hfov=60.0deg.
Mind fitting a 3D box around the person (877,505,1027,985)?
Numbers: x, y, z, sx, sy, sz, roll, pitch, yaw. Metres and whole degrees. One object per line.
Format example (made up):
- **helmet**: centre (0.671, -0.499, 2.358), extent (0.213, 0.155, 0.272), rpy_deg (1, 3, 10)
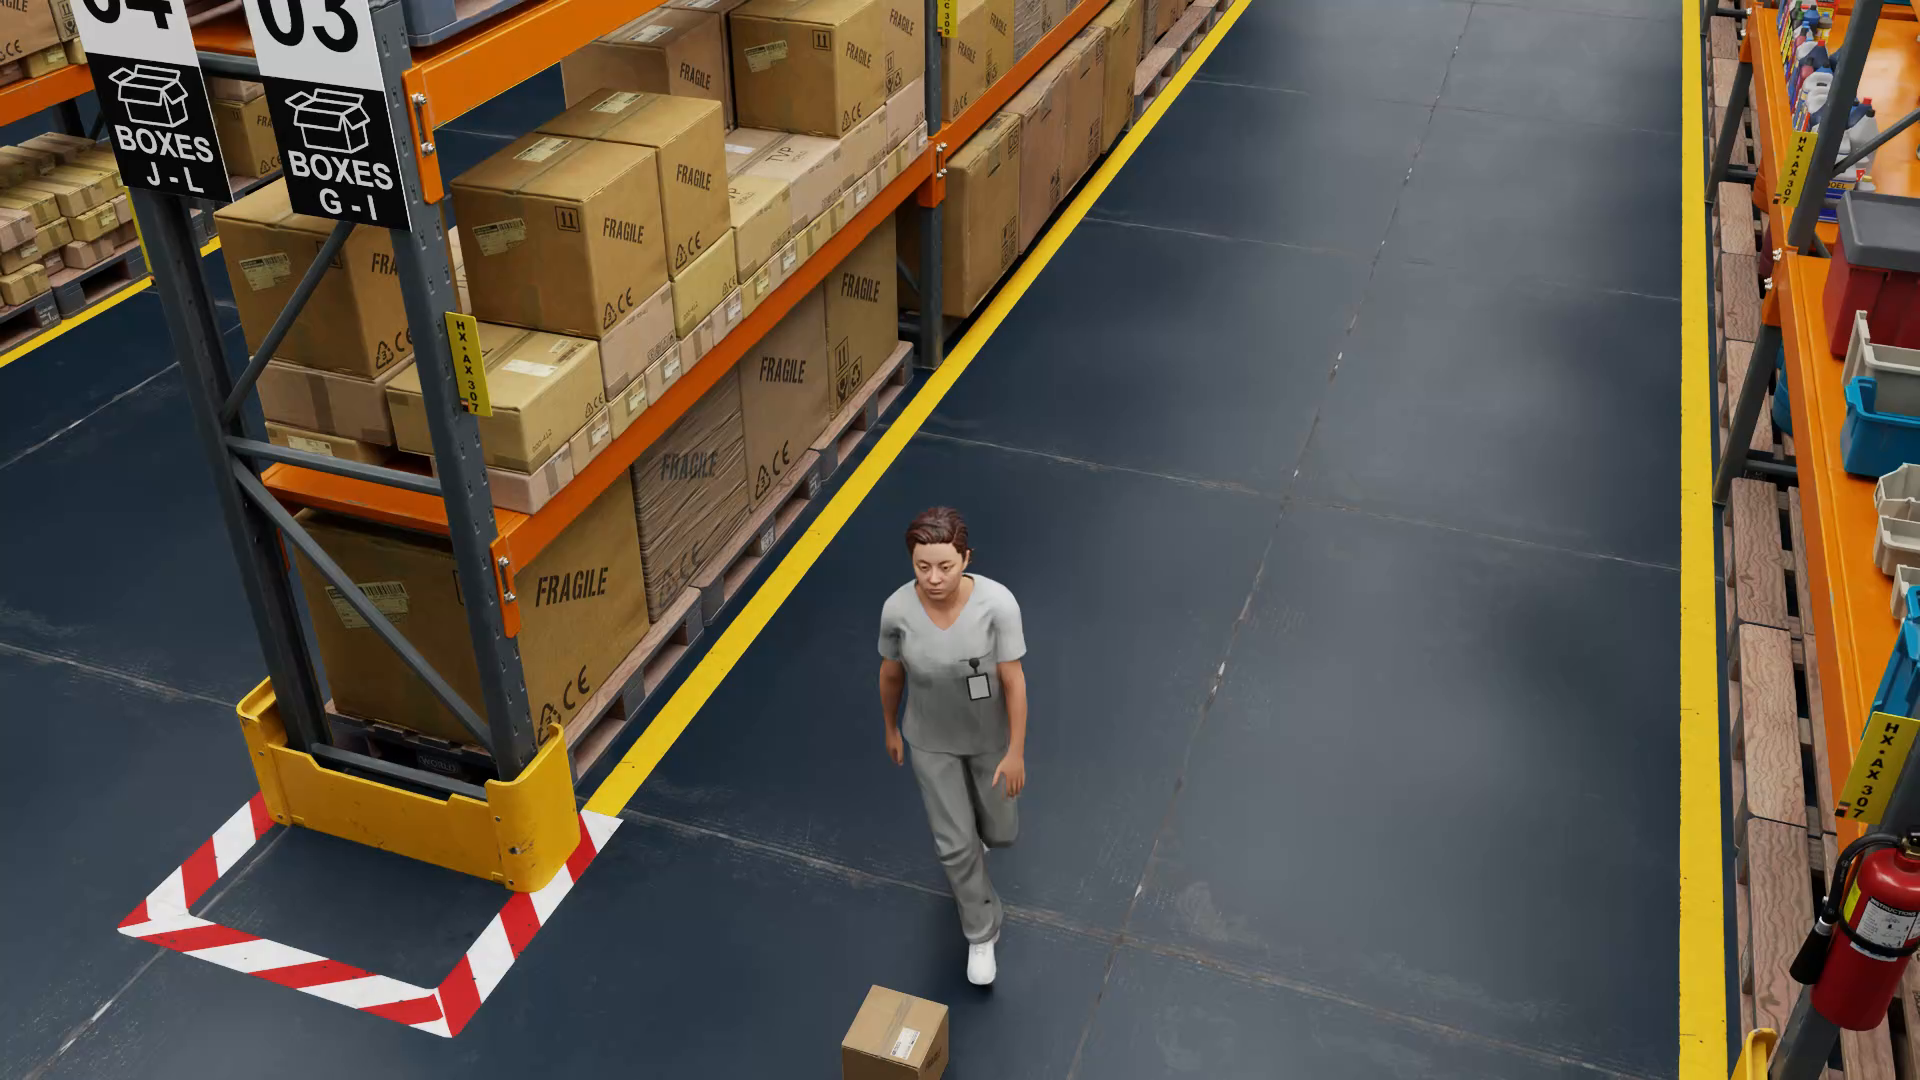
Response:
- **person**: centre (-0.025, 0.580, 5.247), extent (0.455, 1.644, 0.737), rpy_deg (0, 33, 0)
